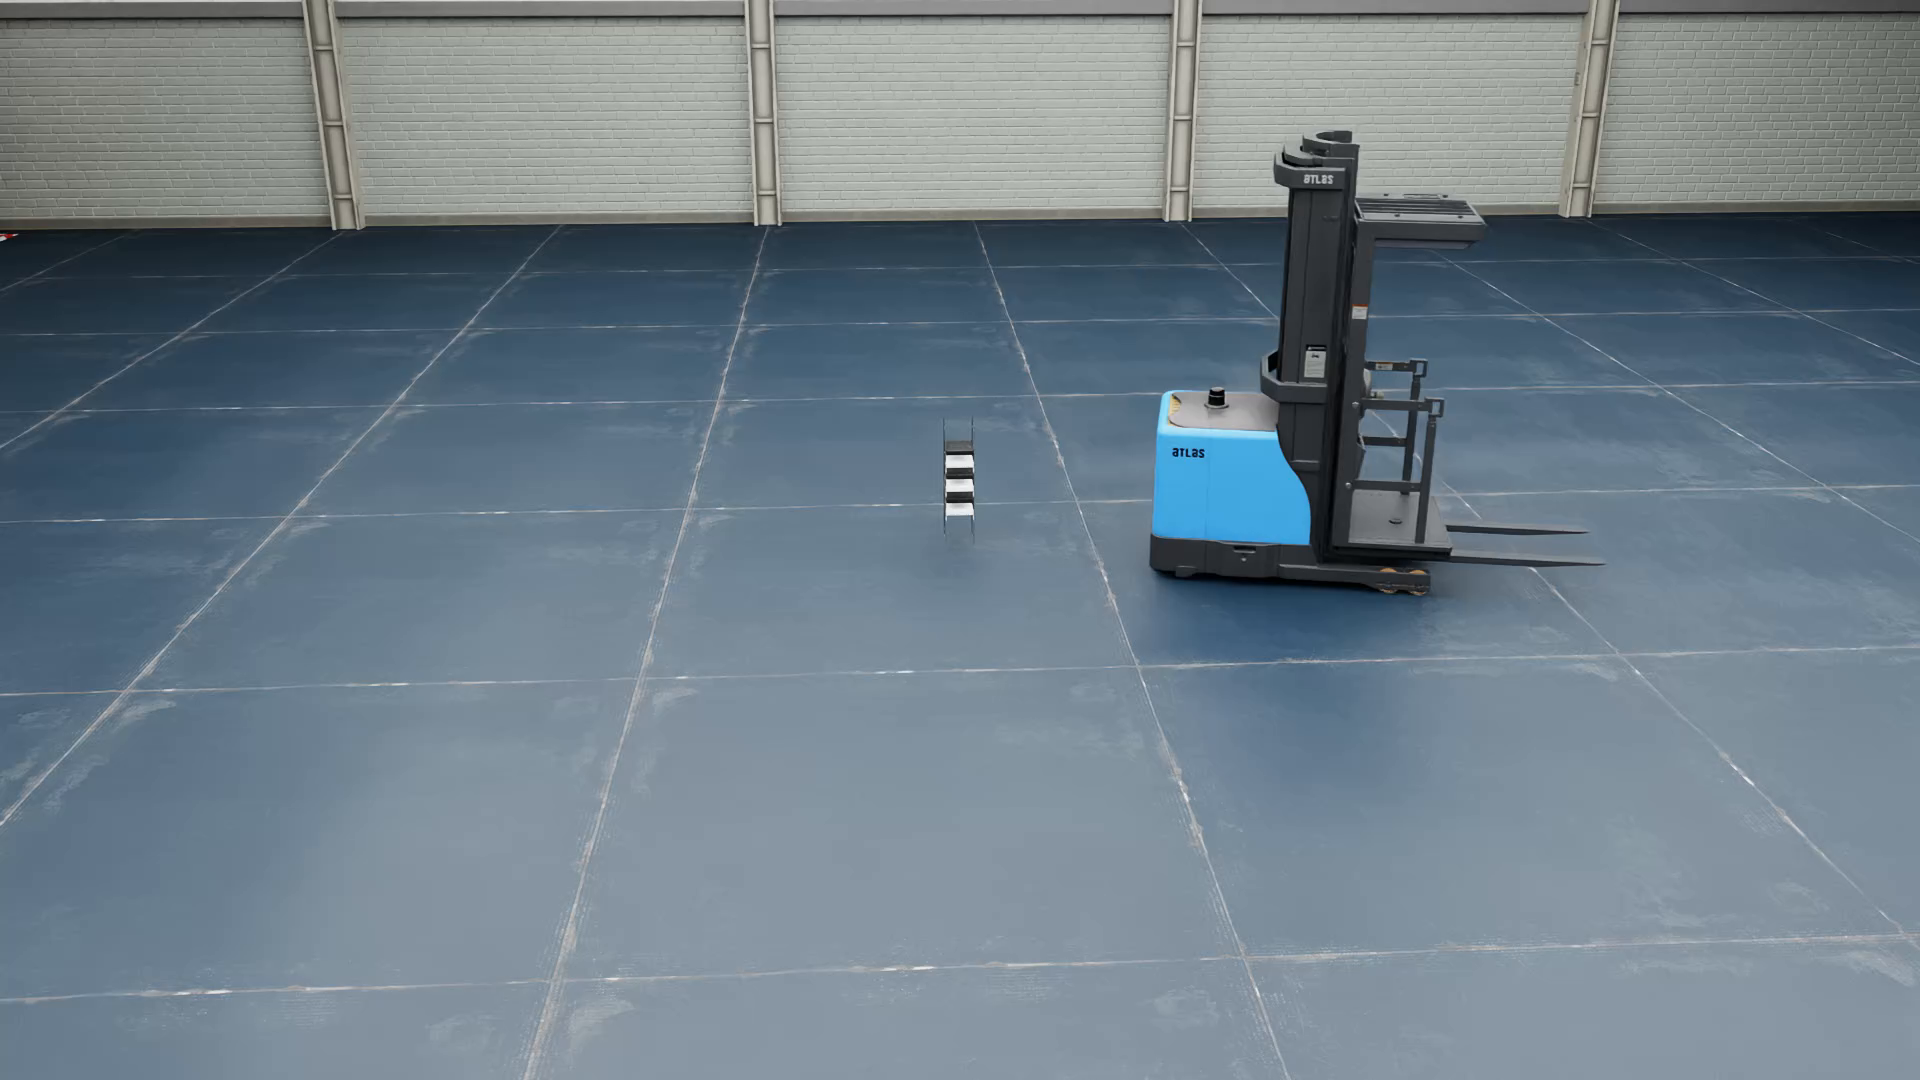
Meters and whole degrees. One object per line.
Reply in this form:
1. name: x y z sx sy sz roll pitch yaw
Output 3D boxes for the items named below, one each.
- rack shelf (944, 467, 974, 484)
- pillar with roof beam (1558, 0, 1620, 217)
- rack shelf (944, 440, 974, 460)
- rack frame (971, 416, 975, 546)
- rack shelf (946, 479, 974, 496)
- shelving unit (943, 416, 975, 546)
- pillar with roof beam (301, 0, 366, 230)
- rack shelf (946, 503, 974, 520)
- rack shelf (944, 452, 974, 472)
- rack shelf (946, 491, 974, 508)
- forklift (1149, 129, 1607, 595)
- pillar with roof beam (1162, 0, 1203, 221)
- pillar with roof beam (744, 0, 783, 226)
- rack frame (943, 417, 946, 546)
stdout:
1. rack shelf: -0.008 -0.473 11.940 0.200 0.077 0.258 -1 21 -3
2. pillar with roof beam: 9.434 -7.532 19.256 0.400 9.000 9.100 -1 21 -3
3. rack shelf: -0.008 -0.642 11.876 0.200 0.077 0.258 -1 21 -3
4. rack frame: 0.093 -0.422 11.966 0.006 0.900 0.240 -1 21 -3
5. rack shelf: -0.008 -0.389 11.972 0.200 0.077 0.258 -1 21 -3
6. shelving unit: -0.008 -0.420 11.960 0.210 0.900 0.258 -1 21 -3
7. pillar with roof beam: -8.537 -7.166 18.296 0.400 9.000 9.100 -1 21 -3
8. rack shelf: -0.008 -0.221 12.036 0.200 0.077 0.258 -1 21 -3
9. rack shelf: -0.008 -0.557 11.908 0.200 0.077 0.258 -1 21 -3
10. rack shelf: -0.008 -0.305 12.004 0.200 0.077 0.258 -1 21 -3
11. forklift: 2.867 -1.202 11.160 3.031 2.935 1.130 3 21 8
12. pillar with roof beam: 3.444 -7.410 18.936 0.400 9.000 9.100 -1 21 -3
13. pillar with roof beam: -2.547 -7.288 18.616 0.400 9.000 9.100 -1 21 -3
14. rack frame: -0.110 -0.418 11.955 0.006 0.900 0.240 -1 21 -3
